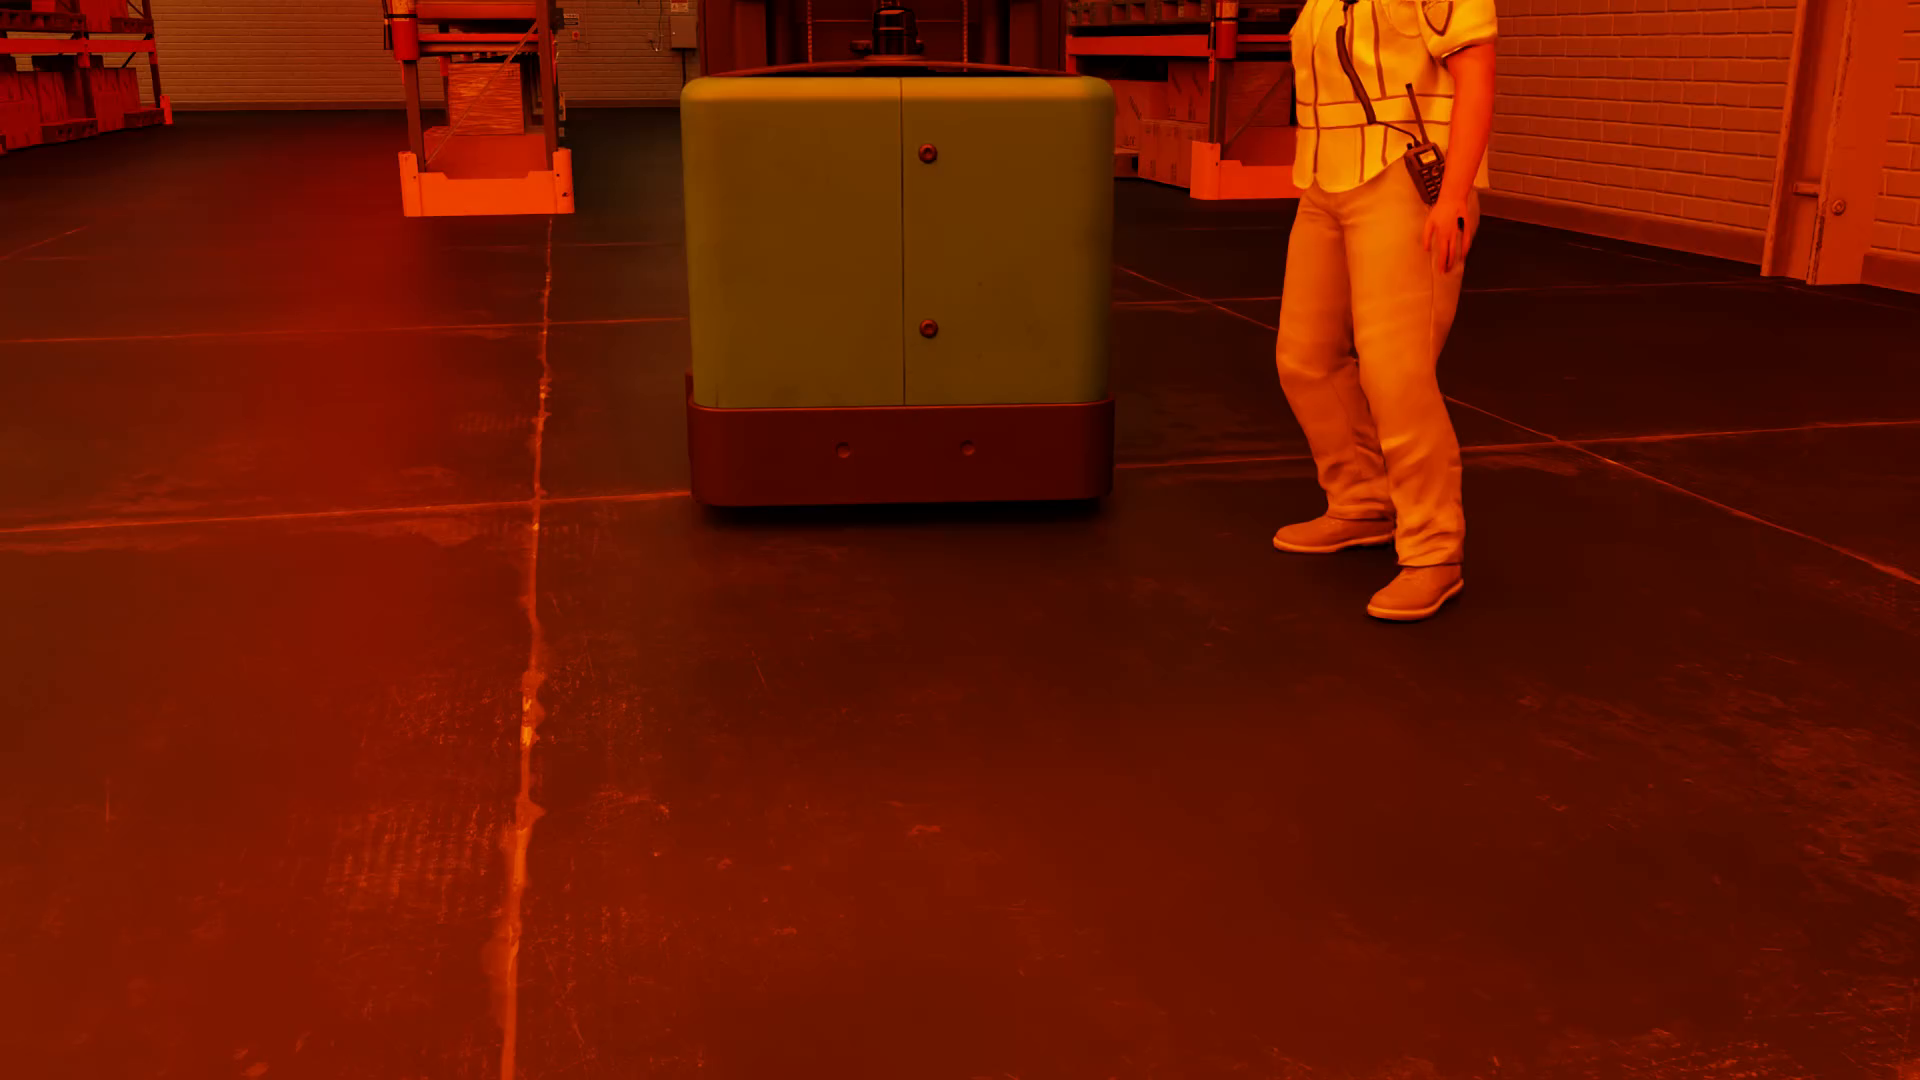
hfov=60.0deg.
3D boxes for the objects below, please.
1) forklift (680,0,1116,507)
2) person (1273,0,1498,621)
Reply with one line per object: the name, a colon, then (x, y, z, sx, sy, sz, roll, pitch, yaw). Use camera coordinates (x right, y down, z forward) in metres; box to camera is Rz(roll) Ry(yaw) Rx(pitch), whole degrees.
forklift: (-0.248, -1.855, 5.113, 1.130, 2.935, 3.031, -1, 17, -4)
person: (0.900, -0.723, 3.587, 0.459, 1.640, 0.778, -6, 17, -18)
